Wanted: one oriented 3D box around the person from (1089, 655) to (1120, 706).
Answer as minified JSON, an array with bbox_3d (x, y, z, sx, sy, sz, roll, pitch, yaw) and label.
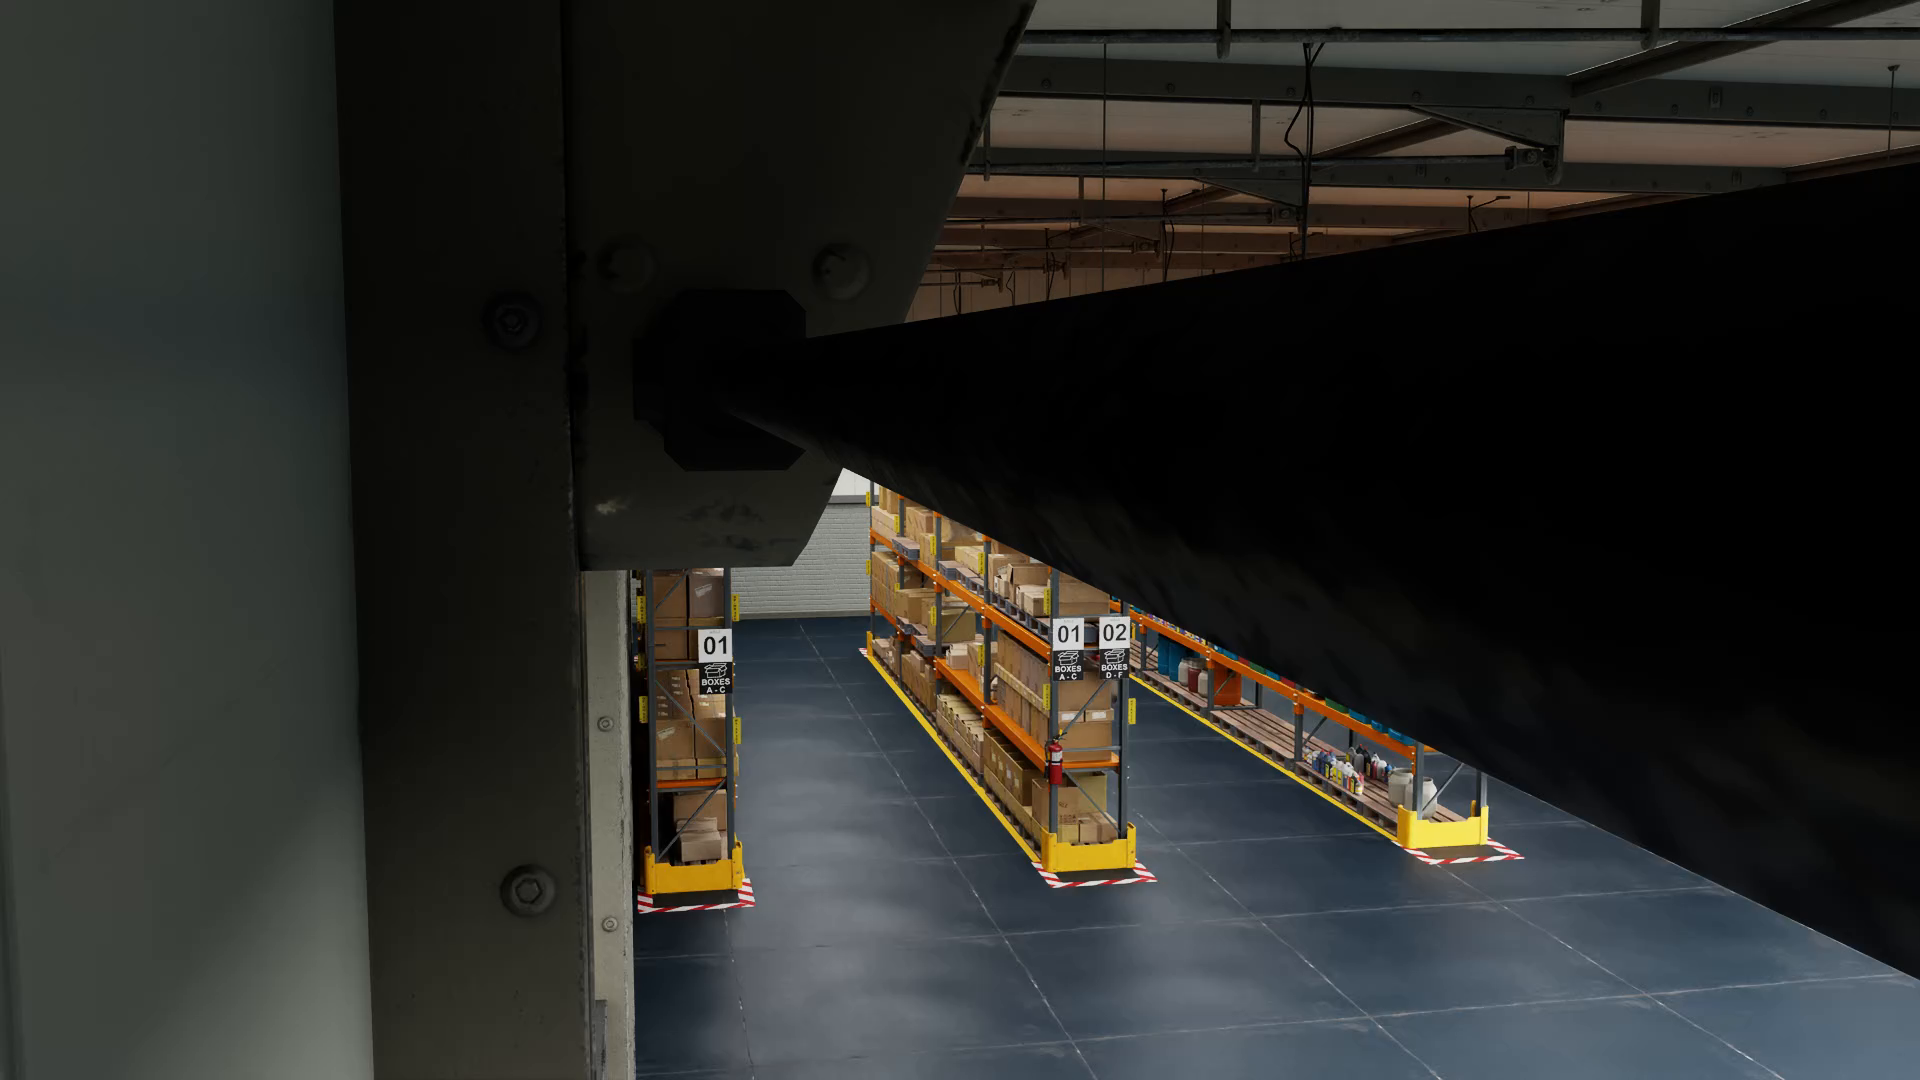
[{"bbox_3d":[2.640,2.402,29.606,0.672,1.683,0.585,-2,6,-21],"label":"person"}]
